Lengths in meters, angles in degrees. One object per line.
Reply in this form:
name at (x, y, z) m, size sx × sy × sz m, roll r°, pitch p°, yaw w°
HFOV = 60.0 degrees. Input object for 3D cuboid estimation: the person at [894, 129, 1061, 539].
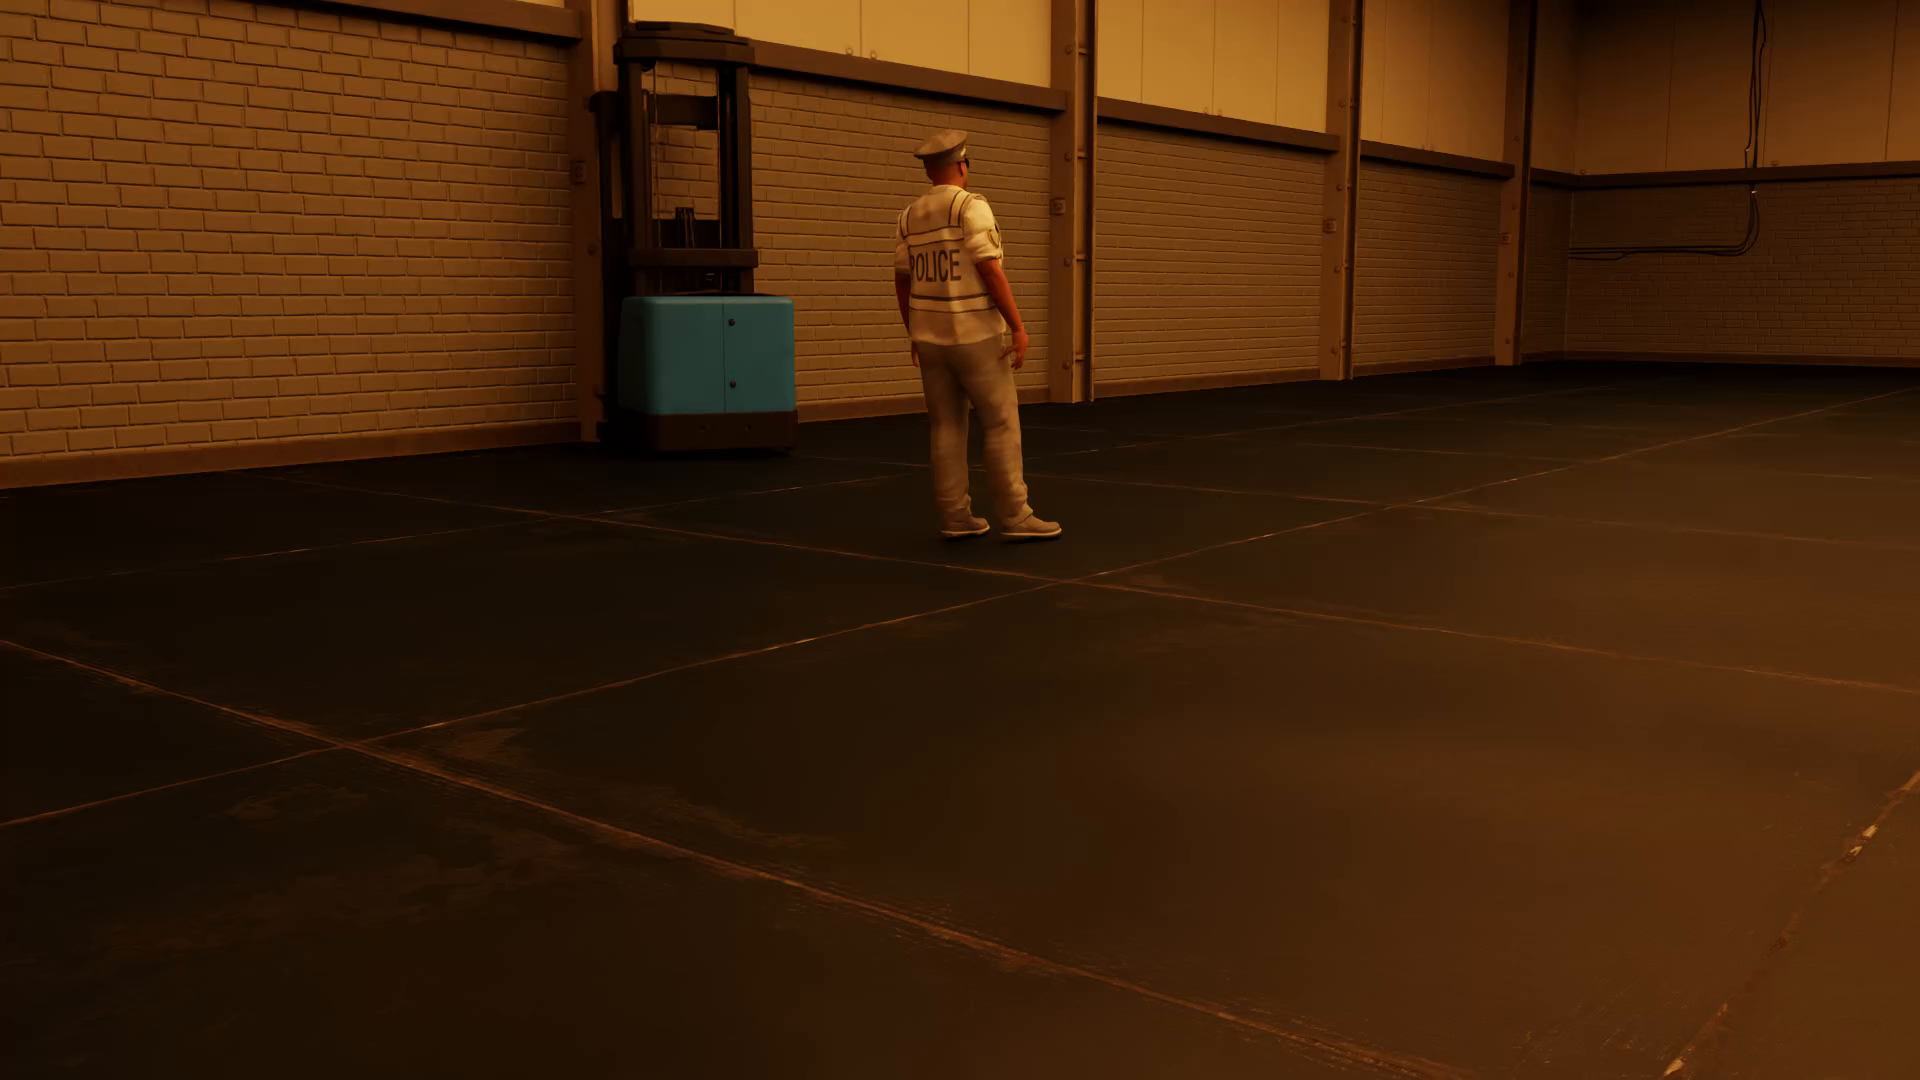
person at (0.058, -0.897, 7.328) m, size 0.641 × 1.780 × 0.574 m, roll 7°, pitch 11°, yaw 38°

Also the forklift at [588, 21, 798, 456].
forklift at (-2.127, -2.185, 12.216) m, size 1.130 × 2.935 × 3.031 m, roll -3°, pitch 9°, yaw -22°
